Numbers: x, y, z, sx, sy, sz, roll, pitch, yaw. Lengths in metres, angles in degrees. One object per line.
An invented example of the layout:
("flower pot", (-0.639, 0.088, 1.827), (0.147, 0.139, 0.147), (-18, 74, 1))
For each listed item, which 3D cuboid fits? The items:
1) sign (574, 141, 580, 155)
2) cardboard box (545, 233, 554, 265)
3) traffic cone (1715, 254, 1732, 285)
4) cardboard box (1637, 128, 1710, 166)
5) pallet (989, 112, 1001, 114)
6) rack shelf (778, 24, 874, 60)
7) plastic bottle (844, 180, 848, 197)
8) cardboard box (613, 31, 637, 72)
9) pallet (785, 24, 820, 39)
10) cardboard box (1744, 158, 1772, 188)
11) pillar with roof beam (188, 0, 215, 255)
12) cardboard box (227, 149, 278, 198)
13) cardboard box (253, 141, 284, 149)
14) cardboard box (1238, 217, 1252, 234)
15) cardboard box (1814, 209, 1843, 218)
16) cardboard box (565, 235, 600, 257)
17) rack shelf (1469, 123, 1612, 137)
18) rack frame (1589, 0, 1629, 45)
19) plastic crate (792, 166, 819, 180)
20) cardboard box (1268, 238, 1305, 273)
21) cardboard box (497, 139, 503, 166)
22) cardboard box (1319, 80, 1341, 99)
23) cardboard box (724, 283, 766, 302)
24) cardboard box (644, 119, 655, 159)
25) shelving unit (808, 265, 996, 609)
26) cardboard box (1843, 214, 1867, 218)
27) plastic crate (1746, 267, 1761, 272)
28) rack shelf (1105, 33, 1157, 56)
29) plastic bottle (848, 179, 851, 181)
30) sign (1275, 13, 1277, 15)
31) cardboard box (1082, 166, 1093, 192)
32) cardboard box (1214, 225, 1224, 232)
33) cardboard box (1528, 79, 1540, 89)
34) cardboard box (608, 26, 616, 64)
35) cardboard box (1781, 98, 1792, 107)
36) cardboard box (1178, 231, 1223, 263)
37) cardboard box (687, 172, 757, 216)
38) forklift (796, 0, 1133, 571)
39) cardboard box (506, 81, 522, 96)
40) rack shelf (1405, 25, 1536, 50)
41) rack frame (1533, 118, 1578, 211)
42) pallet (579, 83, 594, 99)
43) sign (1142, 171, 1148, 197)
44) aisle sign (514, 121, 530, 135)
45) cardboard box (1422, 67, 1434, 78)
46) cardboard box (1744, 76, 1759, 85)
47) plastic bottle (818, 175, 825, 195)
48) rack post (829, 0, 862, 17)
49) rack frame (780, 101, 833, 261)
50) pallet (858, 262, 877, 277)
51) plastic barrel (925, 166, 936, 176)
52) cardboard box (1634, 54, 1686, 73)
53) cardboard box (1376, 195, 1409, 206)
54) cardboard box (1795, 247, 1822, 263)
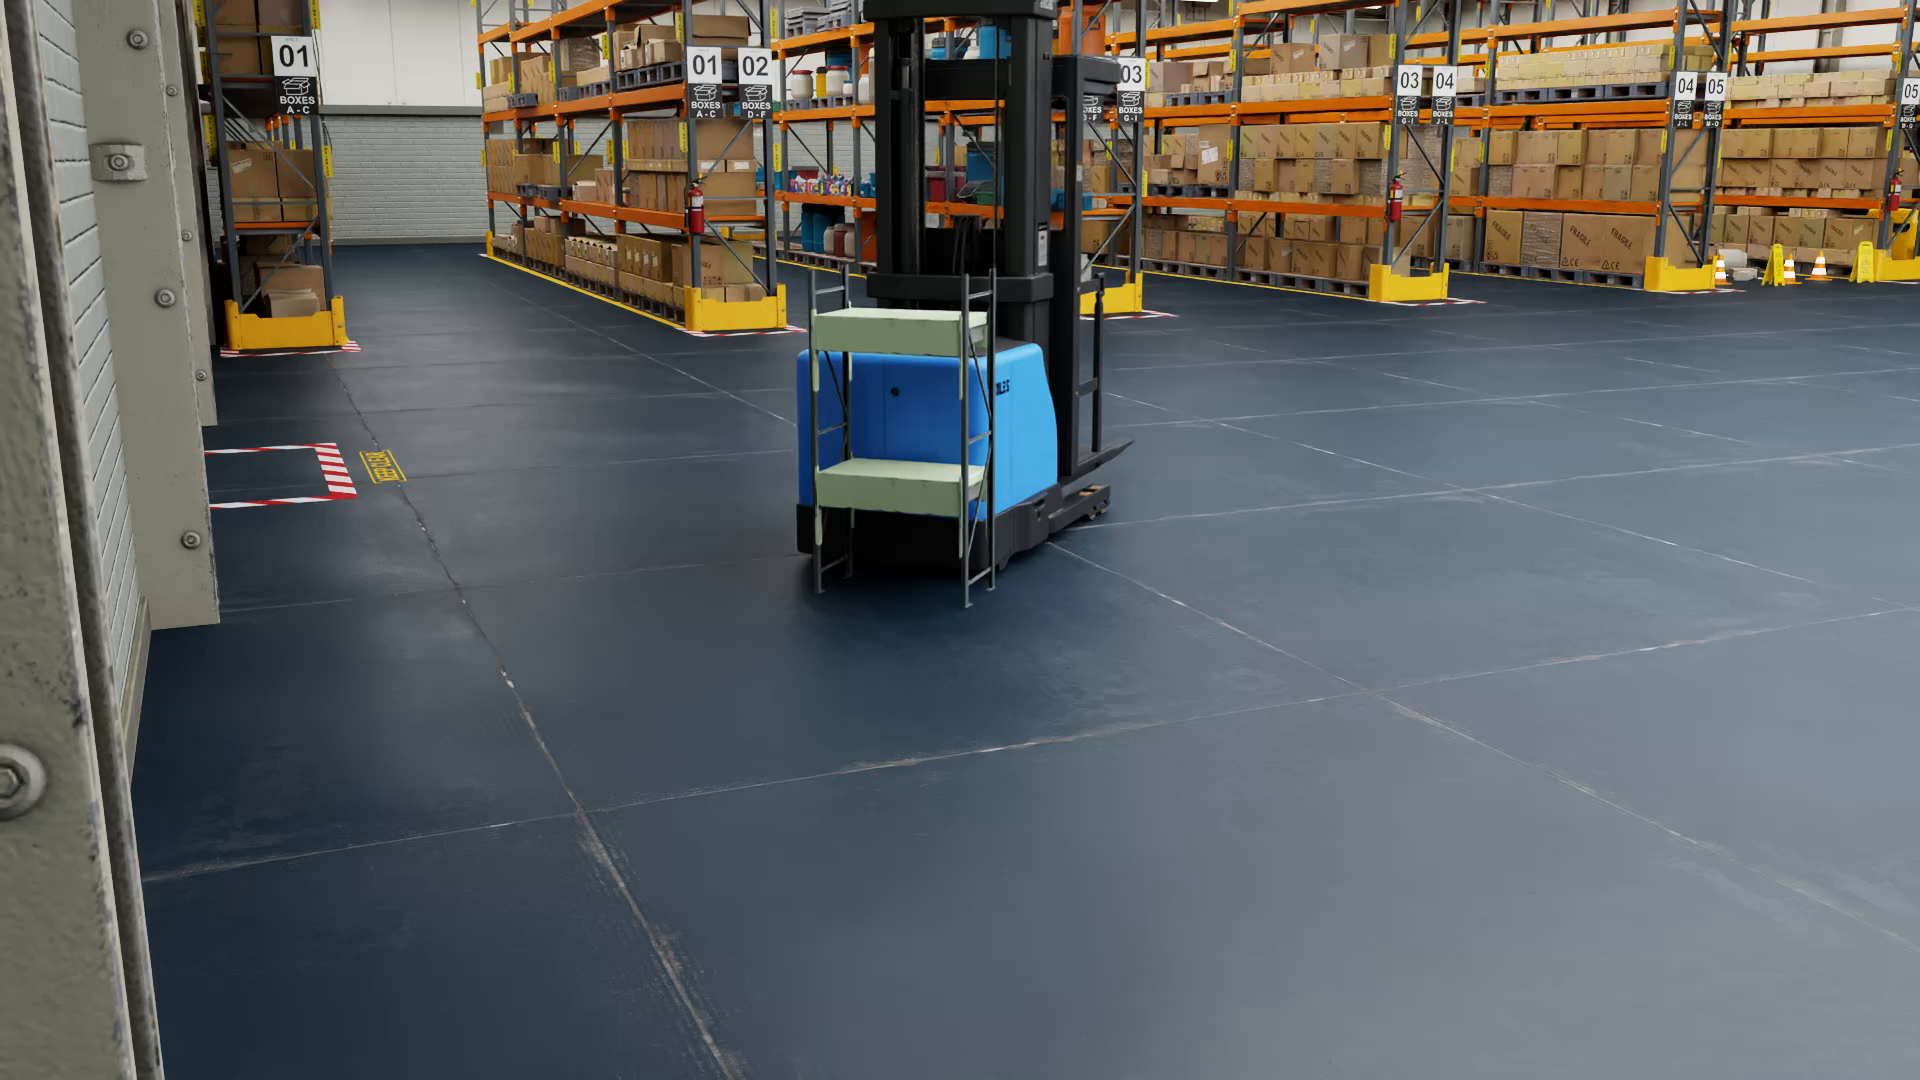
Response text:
("sign", (-6.965, -7.079, 30.235), (0.100, 0.325, 0.005), (-6, 14, -23))
("cardboard box", (-6.666, -4.913, 28.012), (0.500, 0.500, 0.500), (-6, 14, -25))
("traffic cone", (12.087, -4.308, 26.456), (0.336, 0.463, 0.334), (-6, 14, -23))
("cardboard box", (10.885, -5.985, 25.349), (0.875, 0.550, 0.550), (-6, 14, -23))
("pallet", (1.288, -8.946, 34.414), (1.003, 0.211, 1.213), (-6, 14, -23))
("rack shelf", (-2.131, -8.875, 29.740), (1.077, 0.370, 4.000), (-6, 14, -23))
("plastic bottle", (-1.975, -6.120, 28.918), (0.061, 0.283, 0.133), (-6, 14, -23))
("cardboard box", (-4.307, -6.466, 22.039), (0.500, 0.500, 0.500), (-4, 14, -18))
("pallet", (-2.572, -9.378, 30.738), (1.003, 0.211, 1.213), (-6, 14, -23))
("cardboard box", (14.224, -6.471, 29.296), (0.500, 0.500, 0.500), (-6, 14, -23))
("pillar with roof beam", (-11.541, -10.633, 34.856), (9.100, 9.000, 0.400), (-6, 14, -23))
("cardboard box", (-7.586, -3.917, 17.765), (0.500, 0.500, 0.500), (-6, 14, -24))
("cardboard box", (-10.364, -5.881, 25.038), (0.500, 0.250, 0.500), (-5, 14, -22))
("cardboard box", (6.245, -6.595, 35.325), (0.500, 0.500, 0.500), (-5, 14, -21))
("cardboard box", (14.725, -5.532, 28.183), (0.380, 0.149, 0.250), (-5, 14, -21))
("cardboard box", (-5.929, -4.641, 26.192), (0.500, 0.311, 0.500), (-5, 14, -21))
("rack shelf", (14.432, -10.226, 41.344), (1.077, 0.370, 4.000), (-6, 14, -23))
("rack frame", (15.233, -11.625, 39.140), (1.000, 3.000, 0.127), (-6, 14, -23))
("plastic crate", (-3.060, -7.178, 32.956), (0.402, 0.464, 0.583), (-6, 14, -23))
("cardboard box", (5.171, -4.488, 26.220), (0.500, 0.500, 0.500), (-1, 13, -5))
("cardboard box", (-8.521, -7.394, 31.728), (0.500, 0.500, 0.500), (-6, 14, -23))
("cardboard box", (5.587, -6.553, 24.211), (0.500, 0.250, 0.500), (-5, 14, -22))
("cardboard box", (-2.676, -2.980, 20.262), (0.500, 0.250, 0.500), (-6, 14, -23))
("cardboard box", (-3.680, -5.193, 21.555), (0.700, 0.500, 0.500), (-6, 14, -23))
("shelving unit", (-0.259, -0.489, 7.654), (0.755, 1.500, 0.431), (5, 14, 20))
("cardboard box", (18.218, -6.204, 33.357), (0.875, 0.625, 0.625), (-5, 14, -20))
("plastic crate", (13.769, -4.779, 29.342), (0.402, 0.080, 0.583), (-12, 18, -42))
("rack shelf", (2.408, -9.322, 31.673), (1.077, 0.370, 4.000), (-6, 14, -23))
("plastic bottle", (-2.075, -6.590, 30.967), (0.152, 0.276, 0.135), (-6, 14, -23))
("sign", (6.698, -11.291, 35.276), (0.100, 0.325, 0.005), (-6, 14, -23))
("cardboard box", (2.590, -6.763, 31.217), (0.500, 0.500, 0.500), (-6, 14, -23))
("cardboard box", (5.774, -6.782, 36.251), (0.380, 0.149, 0.250), (-5, 14, -22))
("cardboard box", (9.535, -7.462, 27.209), (0.380, 0.149, 0.250), (-6, 14, -24))
("cardboard box", (-4.727, -7.016, 23.616), (0.500, 0.500, 0.500), (-4, 14, -18))
("cardboard box", (14.409, -7.533, 28.671), (0.380, 0.149, 0.250), (-6, 14, -23))
("cardboard box", (4.187, -5.046, 28.588), (0.700, 0.500, 0.500), (-7, 15, -28))
("cardboard box", (-2.840, -4.131, 19.844), (0.700, 0.500, 0.500), (-6, 14, -23))
("forklift", (0.217, -1.568, 9.143), (1.130, 2.935, 3.031), (5, 14, 22))
("cardboard box", (-7.915, -8.172, 30.096), (0.500, 0.250, 0.500), (-6, 14, -23))
("rack shelf", (8.595, -8.923, 29.947), (1.077, 0.370, 4.000), (-6, 14, -23))
("rack frame", (12.289, -7.426, 34.305), (1.000, 3.000, 0.127), (-6, 14, -23))
("pallet", (-5.065, -6.644, 24.690), (1.003, 0.211, 1.213), (-5, 14, -20))
("sign", (2.381, -4.615, 21.543), (0.100, 0.325, 0.005), (-6, 14, -23))
("aisle sign", (-8.821, -8.598, 33.603), (0.394, 0.787, 0.004), (-6, 14, -23))
("cardboard box", (6.515, -6.539, 23.266), (0.380, 0.149, 0.250), (-6, 14, -23))
("cardboard box", (14.028, -8.070, 29.221), (0.380, 0.149, 0.250), (-6, 14, -23))
("plastic bottle", (-2.493, -6.444, 30.167), (0.144, 0.351, 0.185), (-6, 14, -23))
("rack post", (-1.657, -9.116, 28.467), (0.954, 0.300, 0.937), (-6, 14, -23))
("rack frame", (-2.932, -6.910, 32.075), (1.000, 3.000, 0.127), (-6, 14, -23))
("pallet", (-1.055, -4.562, 28.112), (1.003, 0.211, 1.213), (-6, 14, -23))
("plastic barrel", (-0.377, -5.782, 26.899), (0.433, 0.535, 0.433), (0, 13, 0))
("cardboard box", (10.546, -7.168, 25.056), (0.500, 0.250, 0.500), (-5, 14, -22))
("cardboard box", (6.110, -4.796, 23.498), (0.380, 0.149, 0.250), (-6, 14, -23))
("cardboard box", (14.723, -4.889, 28.508), (0.500, 0.250, 0.500), (-6, 14, -23))
